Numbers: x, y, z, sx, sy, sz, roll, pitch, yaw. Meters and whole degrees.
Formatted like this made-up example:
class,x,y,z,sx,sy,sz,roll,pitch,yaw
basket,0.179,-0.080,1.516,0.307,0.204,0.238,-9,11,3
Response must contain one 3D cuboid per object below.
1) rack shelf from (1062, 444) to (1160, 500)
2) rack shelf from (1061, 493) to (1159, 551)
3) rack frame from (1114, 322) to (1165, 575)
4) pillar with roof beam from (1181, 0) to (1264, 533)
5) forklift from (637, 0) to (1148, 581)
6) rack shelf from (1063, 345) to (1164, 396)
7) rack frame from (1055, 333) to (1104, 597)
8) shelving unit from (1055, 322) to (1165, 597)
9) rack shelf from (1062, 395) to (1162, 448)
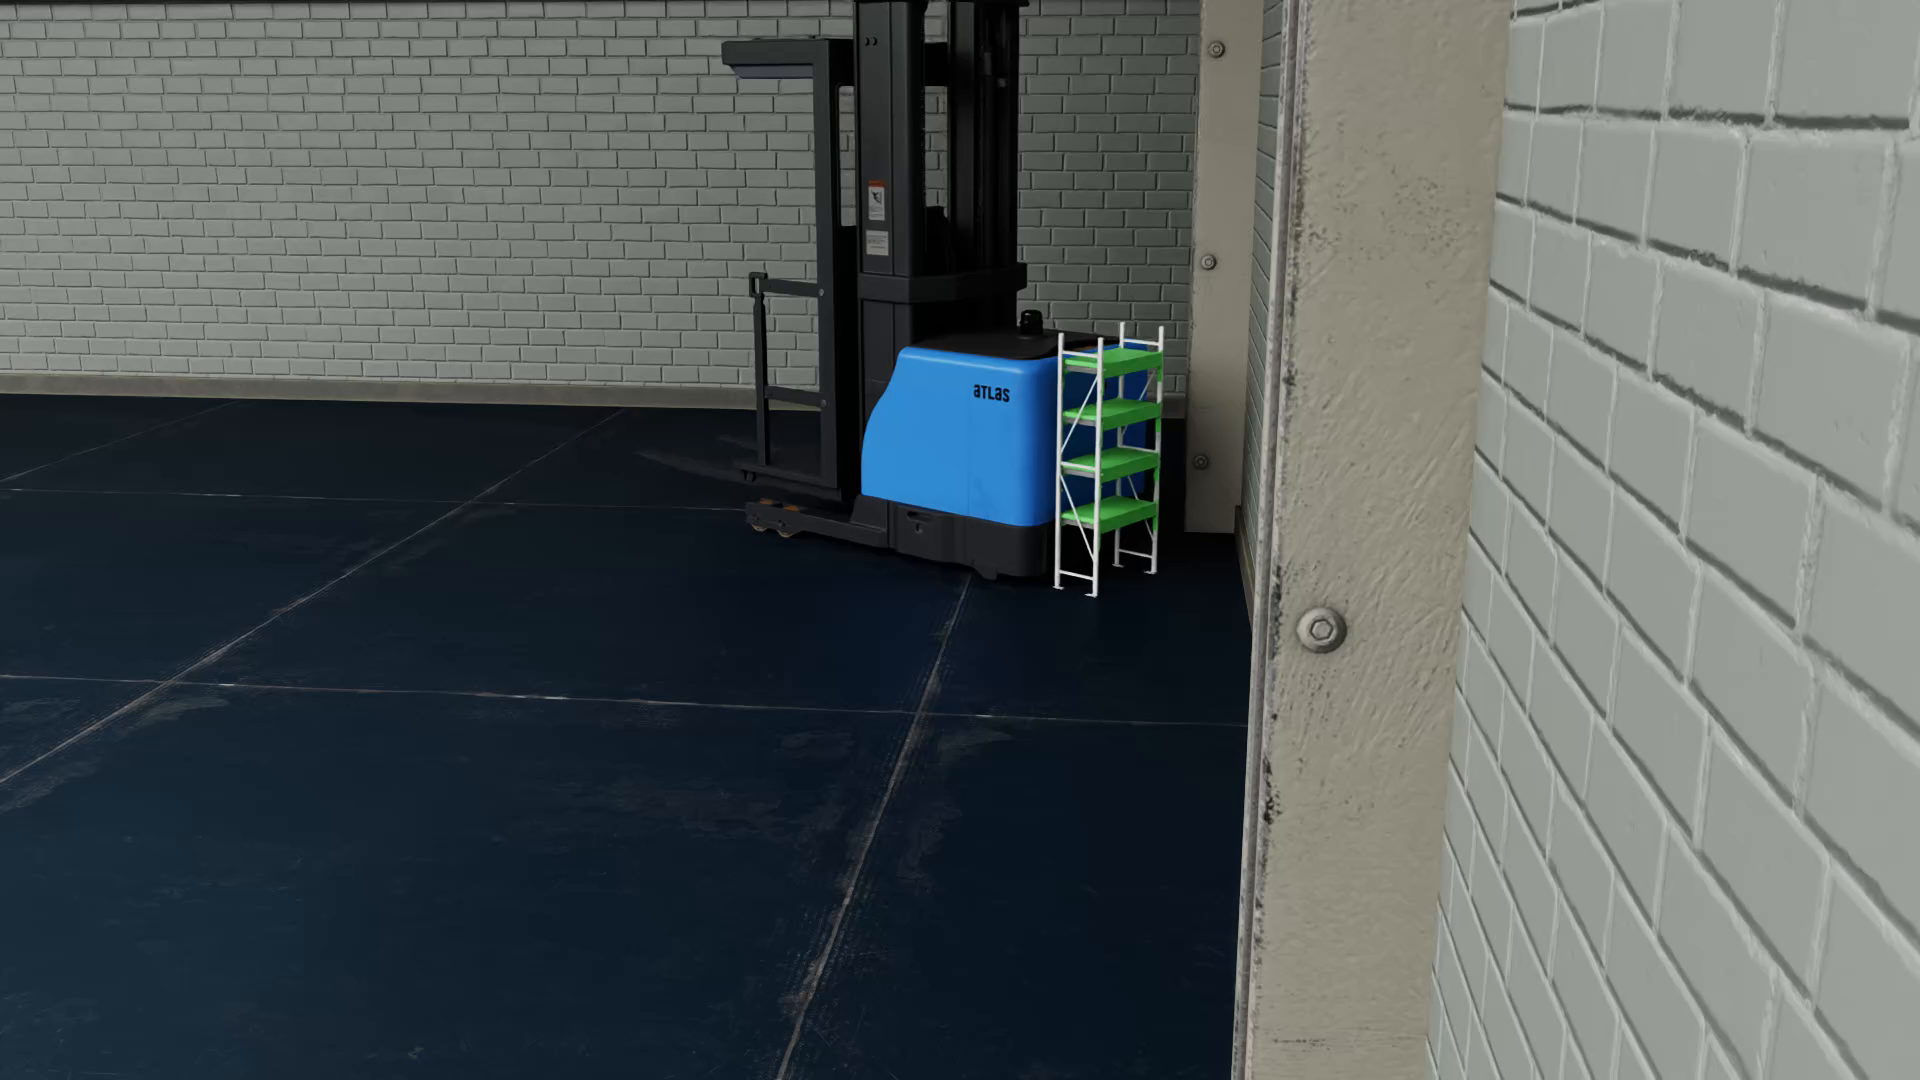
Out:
class,x,y,z,sx,sy,sz,roll,pitch,yaw
rack shelf,0.699,-0.323,7.801,0.258,0.148,0.480,12,19,38
rack shelf,0.699,-0.091,7.864,0.258,0.148,0.480,12,19,38
rack frame,0.856,-0.433,7.965,0.240,1.200,0.015,12,19,38
pillar with roof beam,-2.920,-4.563,8.296,9.100,9.000,0.400,2,15,6
forklift,-0.508,-1.519,8.666,3.031,2.935,1.130,12,19,38
rack shelf,0.699,-0.786,7.675,0.258,0.148,0.480,12,19,38
rack frame,0.542,-0.335,7.604,0.240,1.200,0.015,12,19,38
shelving unit,0.699,-0.384,7.784,0.258,1.200,0.503,12,19,38
rack shelf,0.699,-0.554,7.738,0.258,0.148,0.480,12,19,38
